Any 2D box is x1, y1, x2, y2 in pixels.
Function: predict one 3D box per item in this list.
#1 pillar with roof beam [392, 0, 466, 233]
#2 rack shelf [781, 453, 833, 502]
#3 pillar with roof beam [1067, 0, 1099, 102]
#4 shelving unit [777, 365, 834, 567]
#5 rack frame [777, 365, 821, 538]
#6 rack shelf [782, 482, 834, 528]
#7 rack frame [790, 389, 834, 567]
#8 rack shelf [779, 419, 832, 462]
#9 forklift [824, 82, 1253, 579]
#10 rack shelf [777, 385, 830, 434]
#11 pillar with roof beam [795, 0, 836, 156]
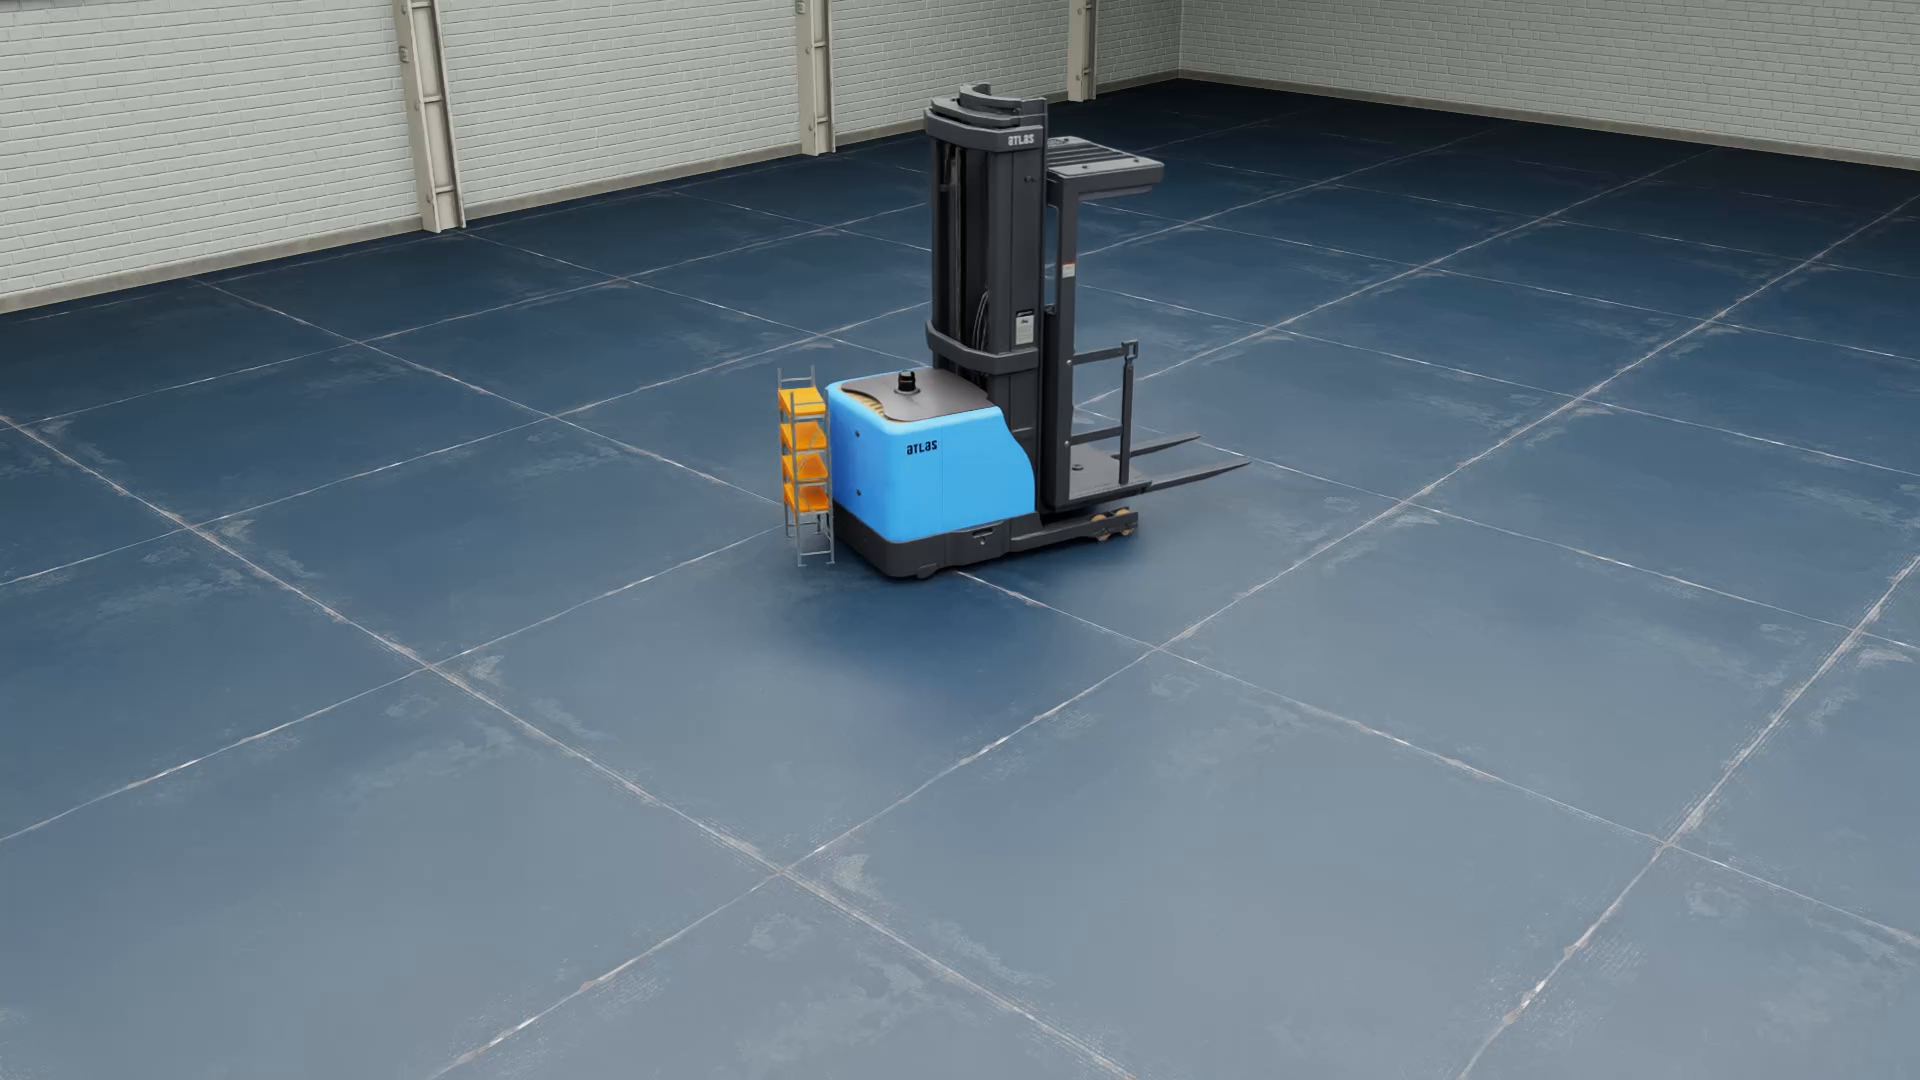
[{"bbox_3d":[-2.797,-6.567,14.897,9.100,9.000,0.400,20,31,38],"label":"pillar with roof beam"},{"bbox_3d":[-1.006,-0.421,10.887,0.258,0.148,0.480,-6,25,-14],"label":"rack shelf"},{"bbox_3d":[5.211,-10.223,23.051,9.100,9.000,0.400,20,31,38],"label":"pillar with roof beam"},{"bbox_3d":[-1.006,-0.483,10.860,0.258,1.200,0.503,-6,25,-14],"label":"shelving unit"},{"bbox_3d":[-1.069,-0.579,11.075,0.240,1.200,0.015,-6,25,-14],"label":"rack frame"},{"bbox_3d":[-1.005,-0.240,10.969,0.258,0.148,0.480,-6,25,-14],"label":"rack shelf"},{"bbox_3d":[-0.943,-0.386,10.645,0.240,1.200,0.015,-6,25,-14],"label":"rack frame"},{"bbox_3d":[-1.006,-0.625,10.796,0.258,0.148,0.480,-6,25,-14],"label":"rack shelf"},{"bbox_3d":[0.629,-1.512,11.041,3.031,2.935,1.130,-13,27,-27],"label":"forklift"},{"bbox_3d":[-1.006,-0.841,10.699,0.258,0.148,0.480,-6,25,-14],"label":"rack shelf"},{"bbox_3d":[1.207,-8.395,18.974,9.100,9.000,0.400,20,31,38],"label":"pillar with roof beam"}]
